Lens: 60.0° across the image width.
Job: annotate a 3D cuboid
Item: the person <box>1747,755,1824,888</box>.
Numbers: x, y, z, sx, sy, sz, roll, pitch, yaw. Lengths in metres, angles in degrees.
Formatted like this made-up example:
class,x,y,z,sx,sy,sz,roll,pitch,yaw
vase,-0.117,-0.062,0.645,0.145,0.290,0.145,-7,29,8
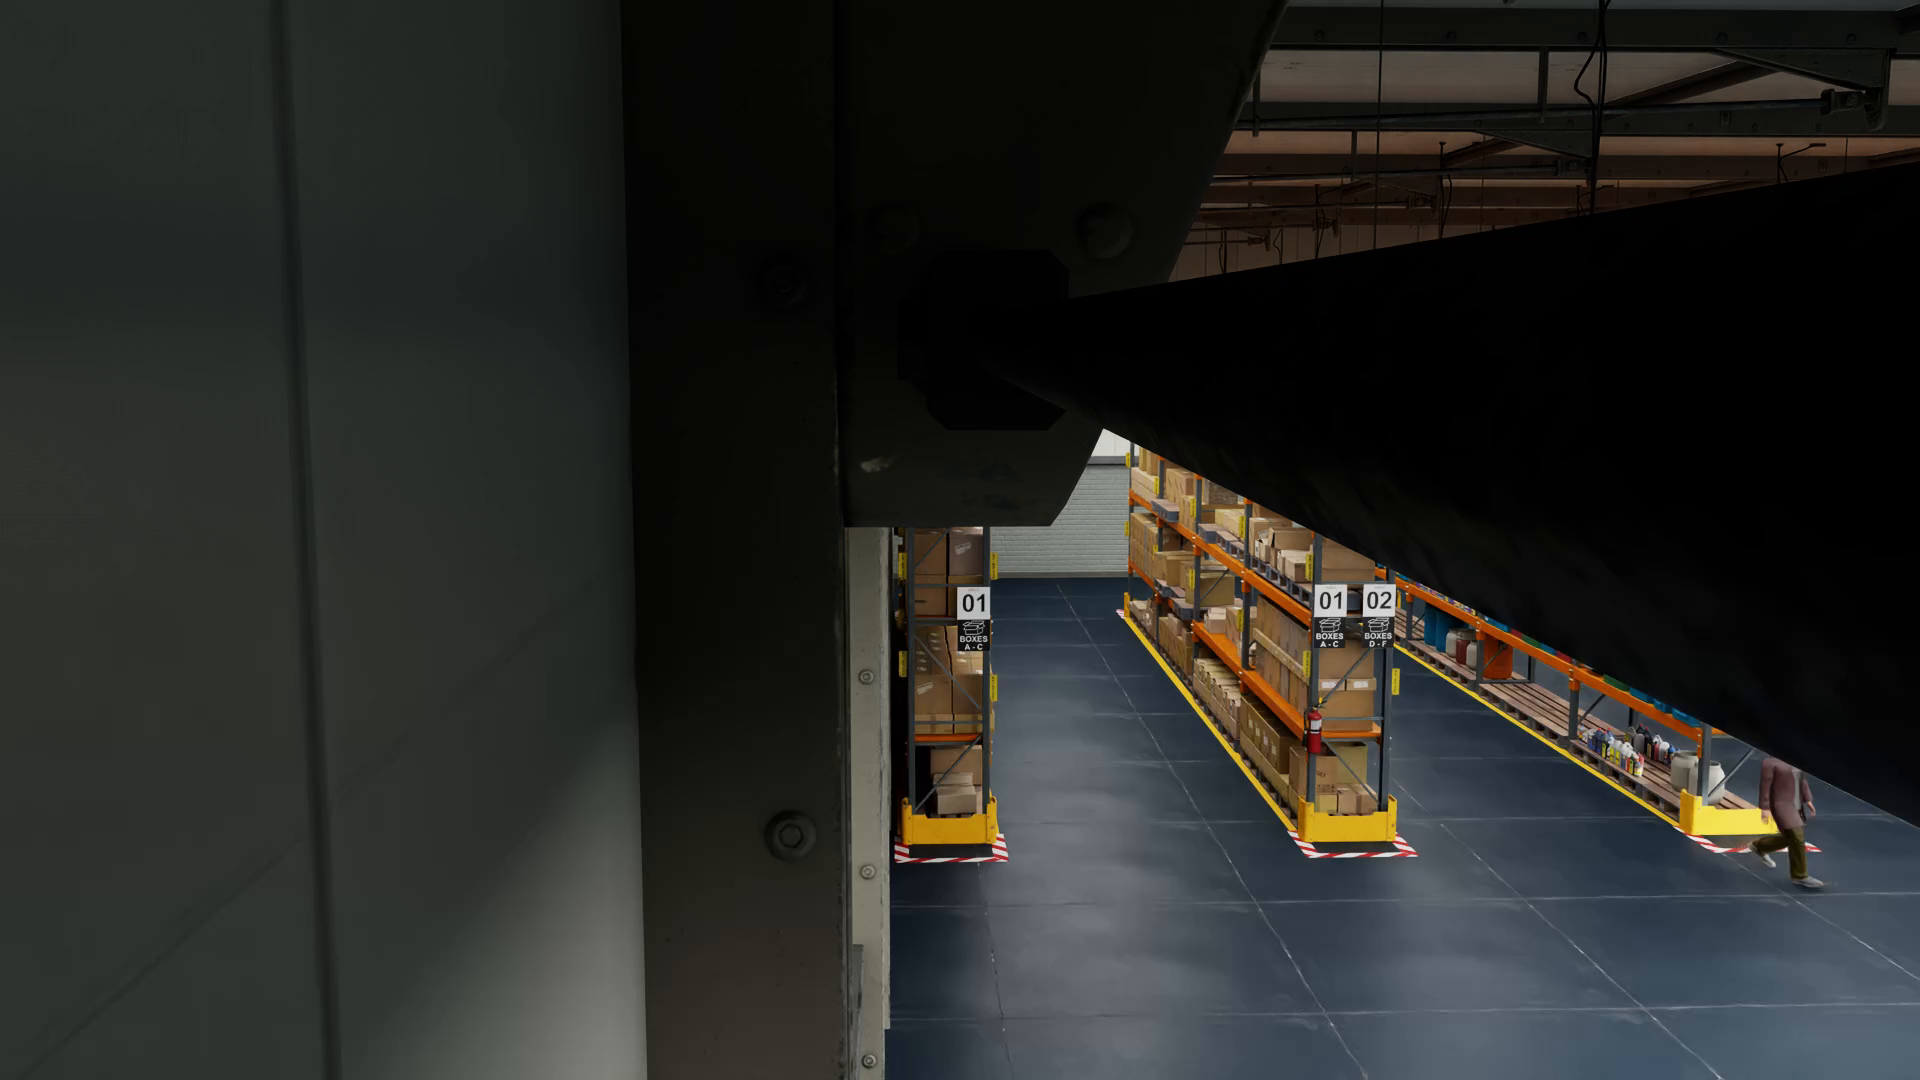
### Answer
class,x,y,z,sx,sy,sz,roll,pitch,yaw
person,9.454,3.041,19.014,0.575,1.732,0.962,-5,9,-33
